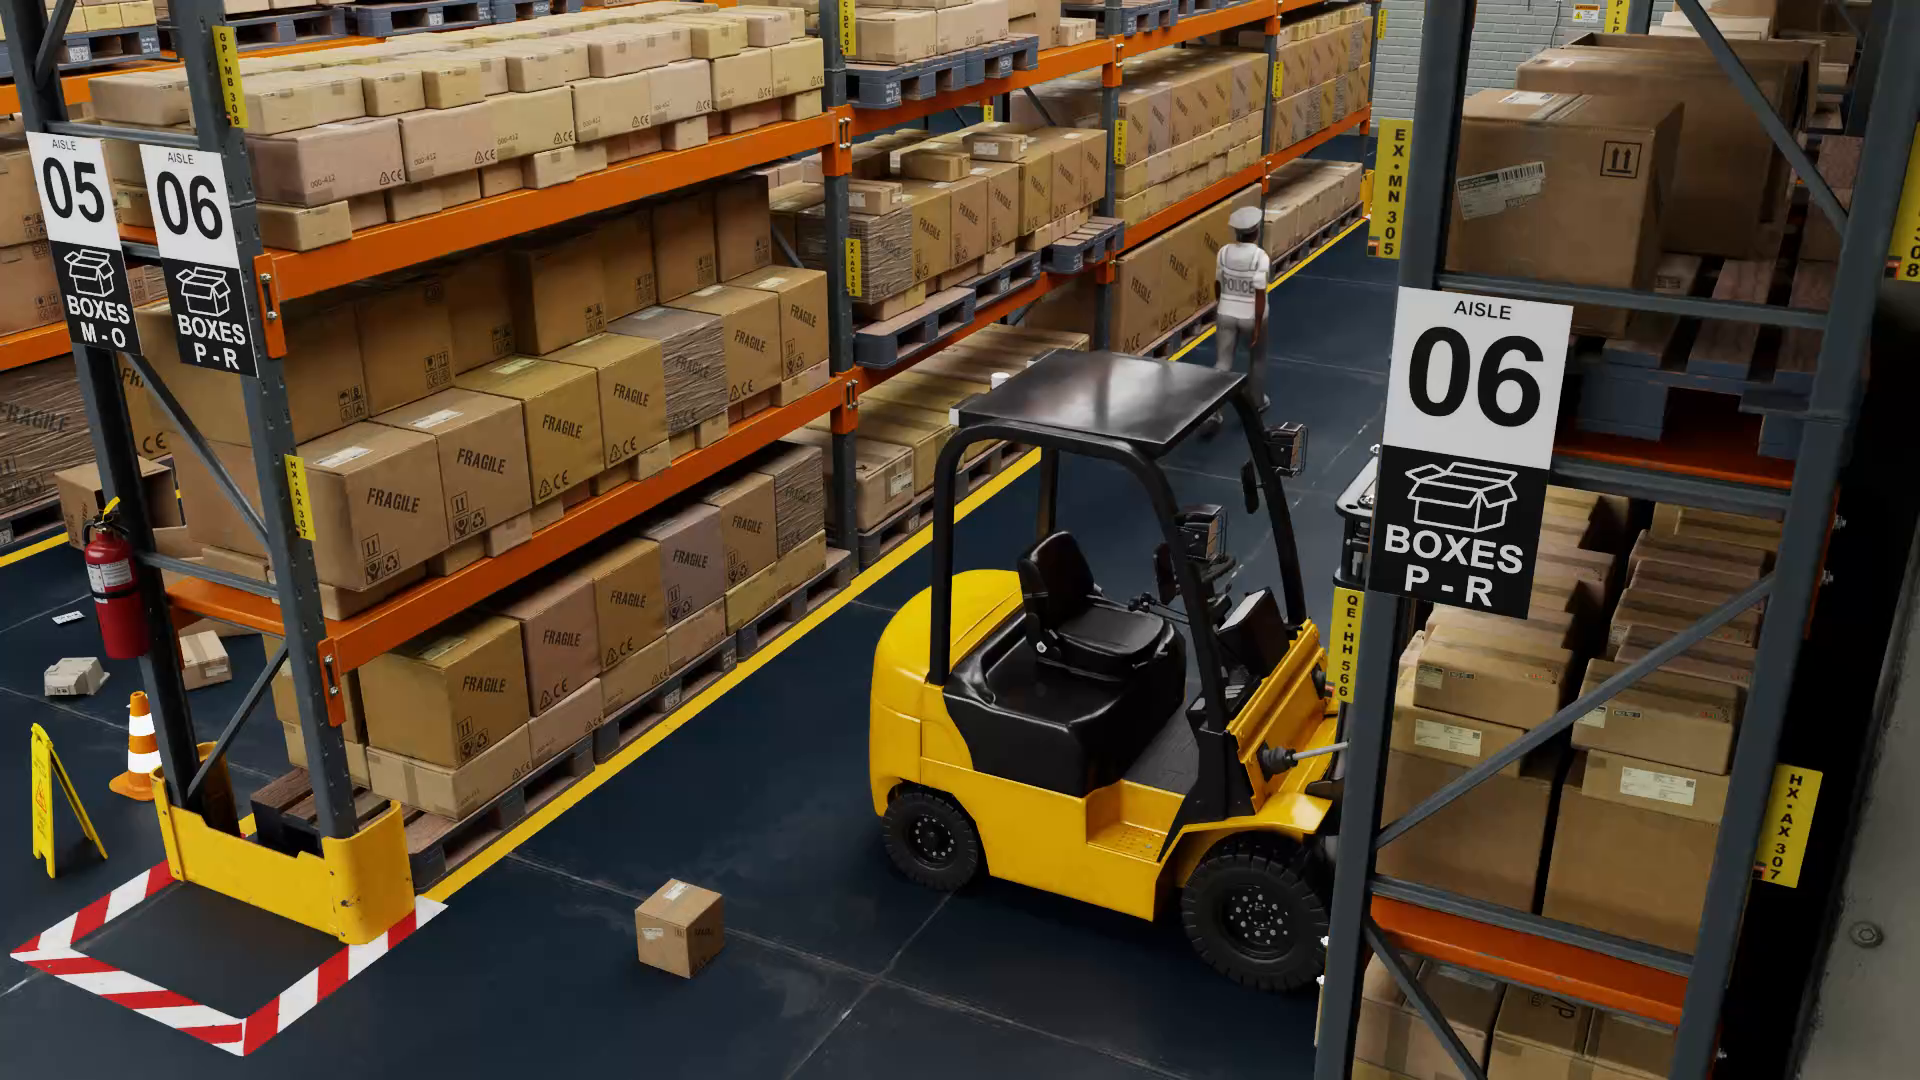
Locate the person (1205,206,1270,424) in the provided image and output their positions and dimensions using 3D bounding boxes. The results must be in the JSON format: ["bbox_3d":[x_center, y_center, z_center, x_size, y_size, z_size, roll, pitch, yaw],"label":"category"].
[{"bbox_3d":[2.122,-1.703,12.577,0.447,1.646,0.944,11,25,24],"label":"person"}]
